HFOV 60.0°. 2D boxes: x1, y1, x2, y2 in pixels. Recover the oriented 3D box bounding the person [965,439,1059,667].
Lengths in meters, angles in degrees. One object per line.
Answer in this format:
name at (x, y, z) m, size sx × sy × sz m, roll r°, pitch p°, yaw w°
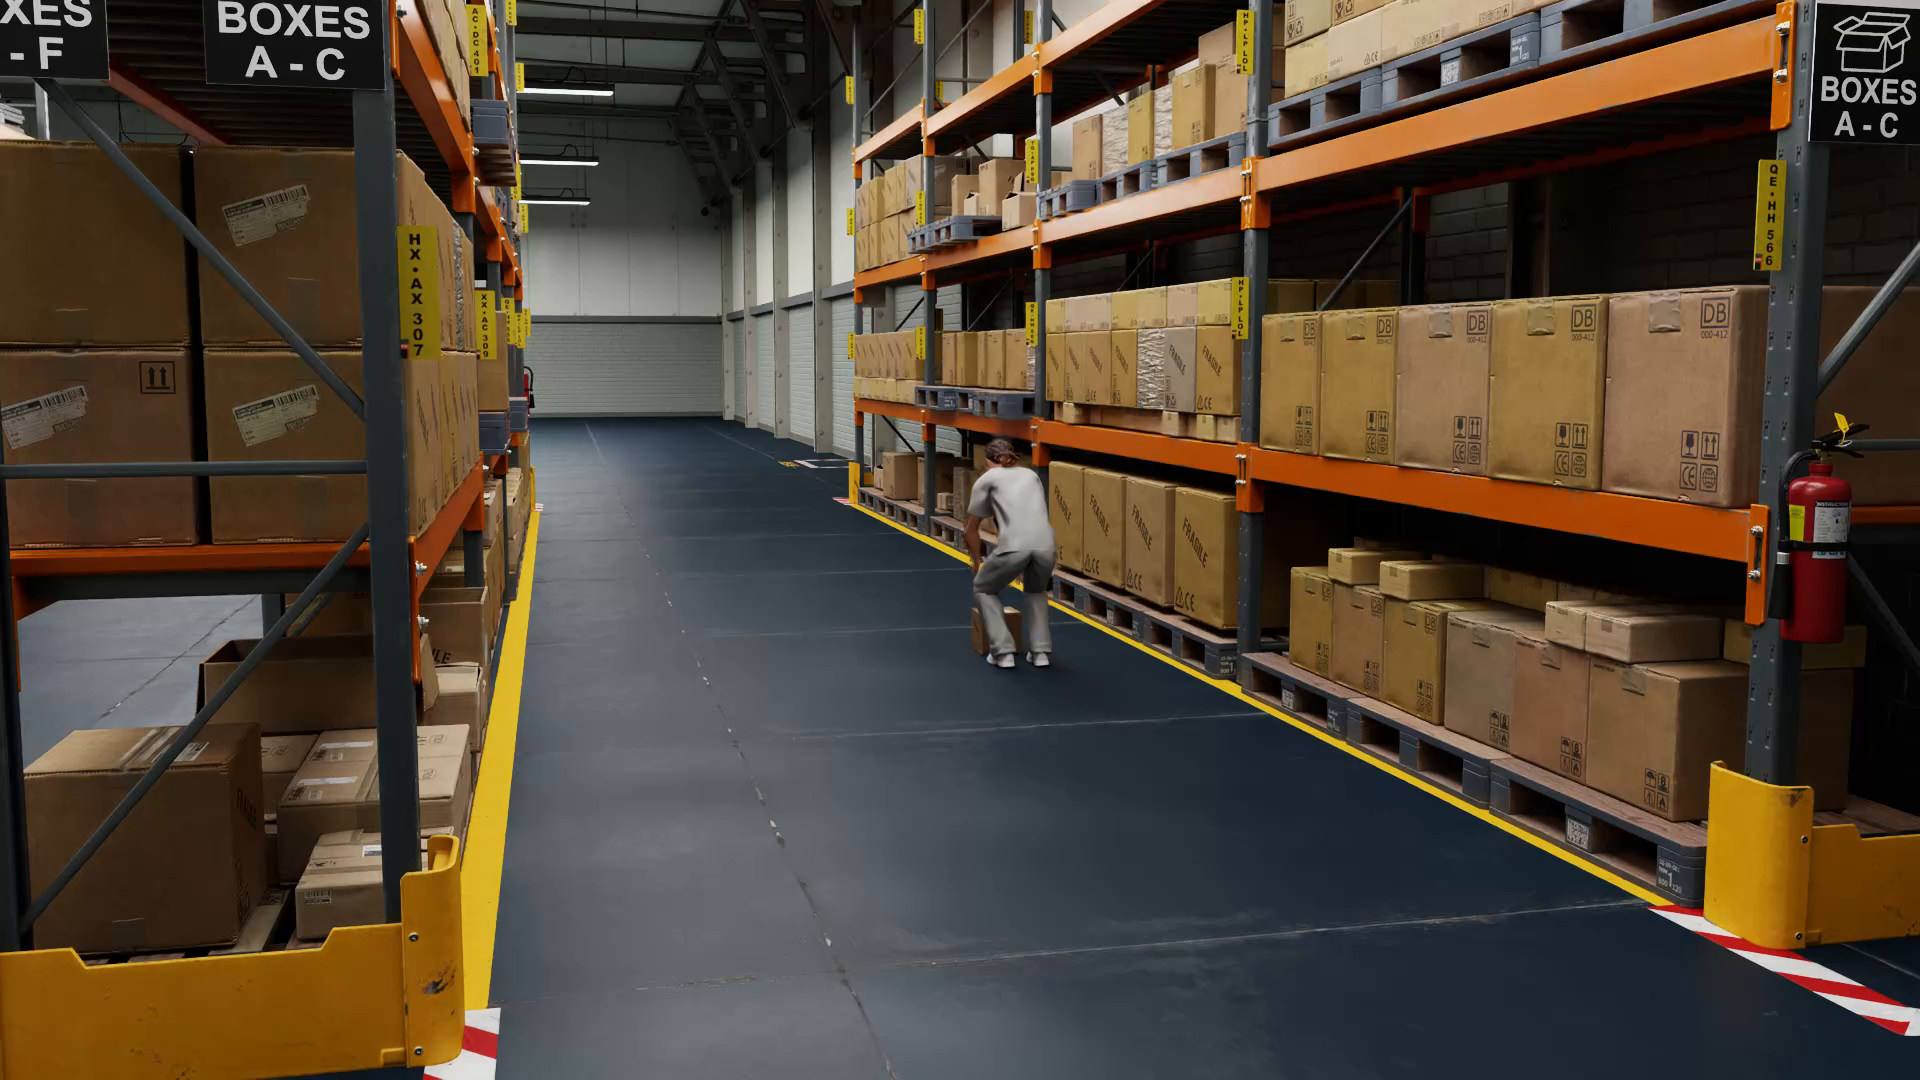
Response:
person at (0.296, 0.075, 9.695) m, size 0.493 × 1.304 × 0.683 m, roll -2°, pitch 6°, yaw -14°
